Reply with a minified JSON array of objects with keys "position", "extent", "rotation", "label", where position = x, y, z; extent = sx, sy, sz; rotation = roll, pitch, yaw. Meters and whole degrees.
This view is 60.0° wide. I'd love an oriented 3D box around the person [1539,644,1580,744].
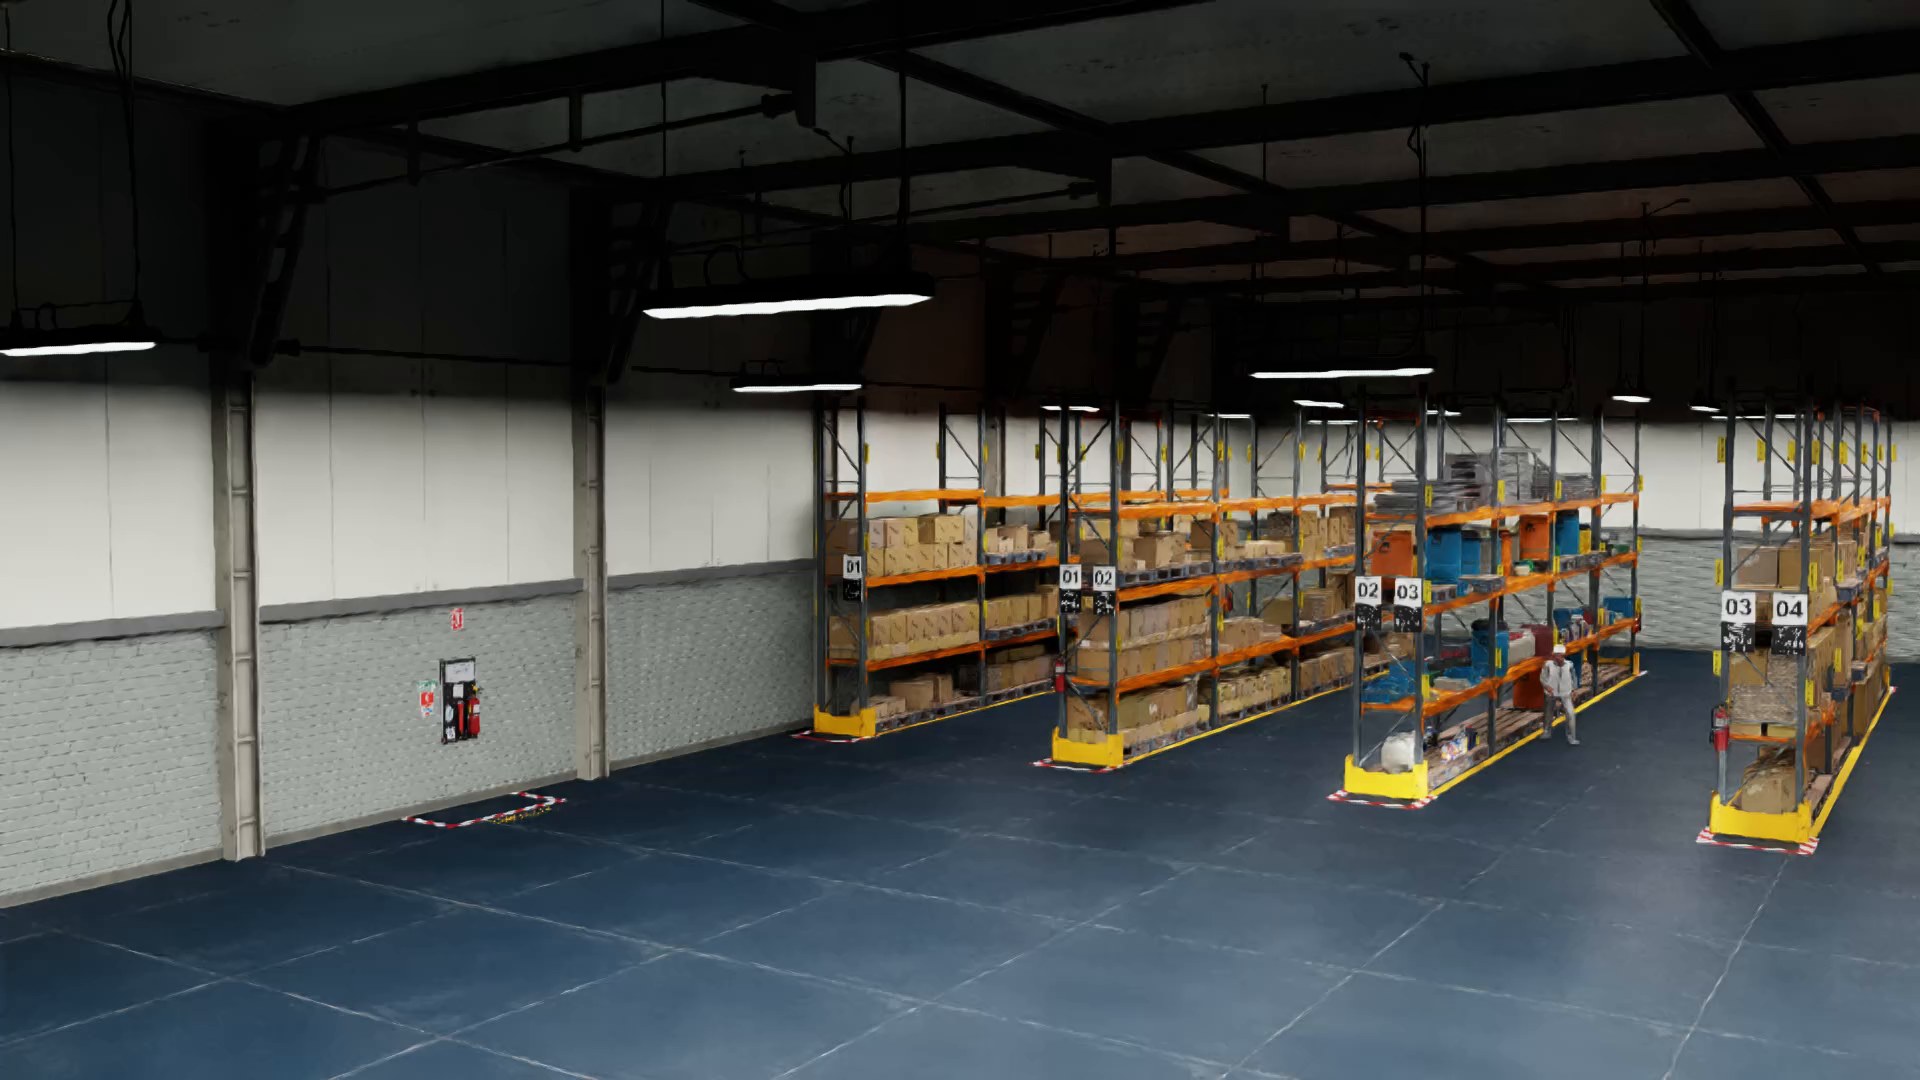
[{"position":[10.339,2.633,28.708],"extent":[0.683,1.713,0.837],"rotation":[1,3,16],"label":"person"}]
